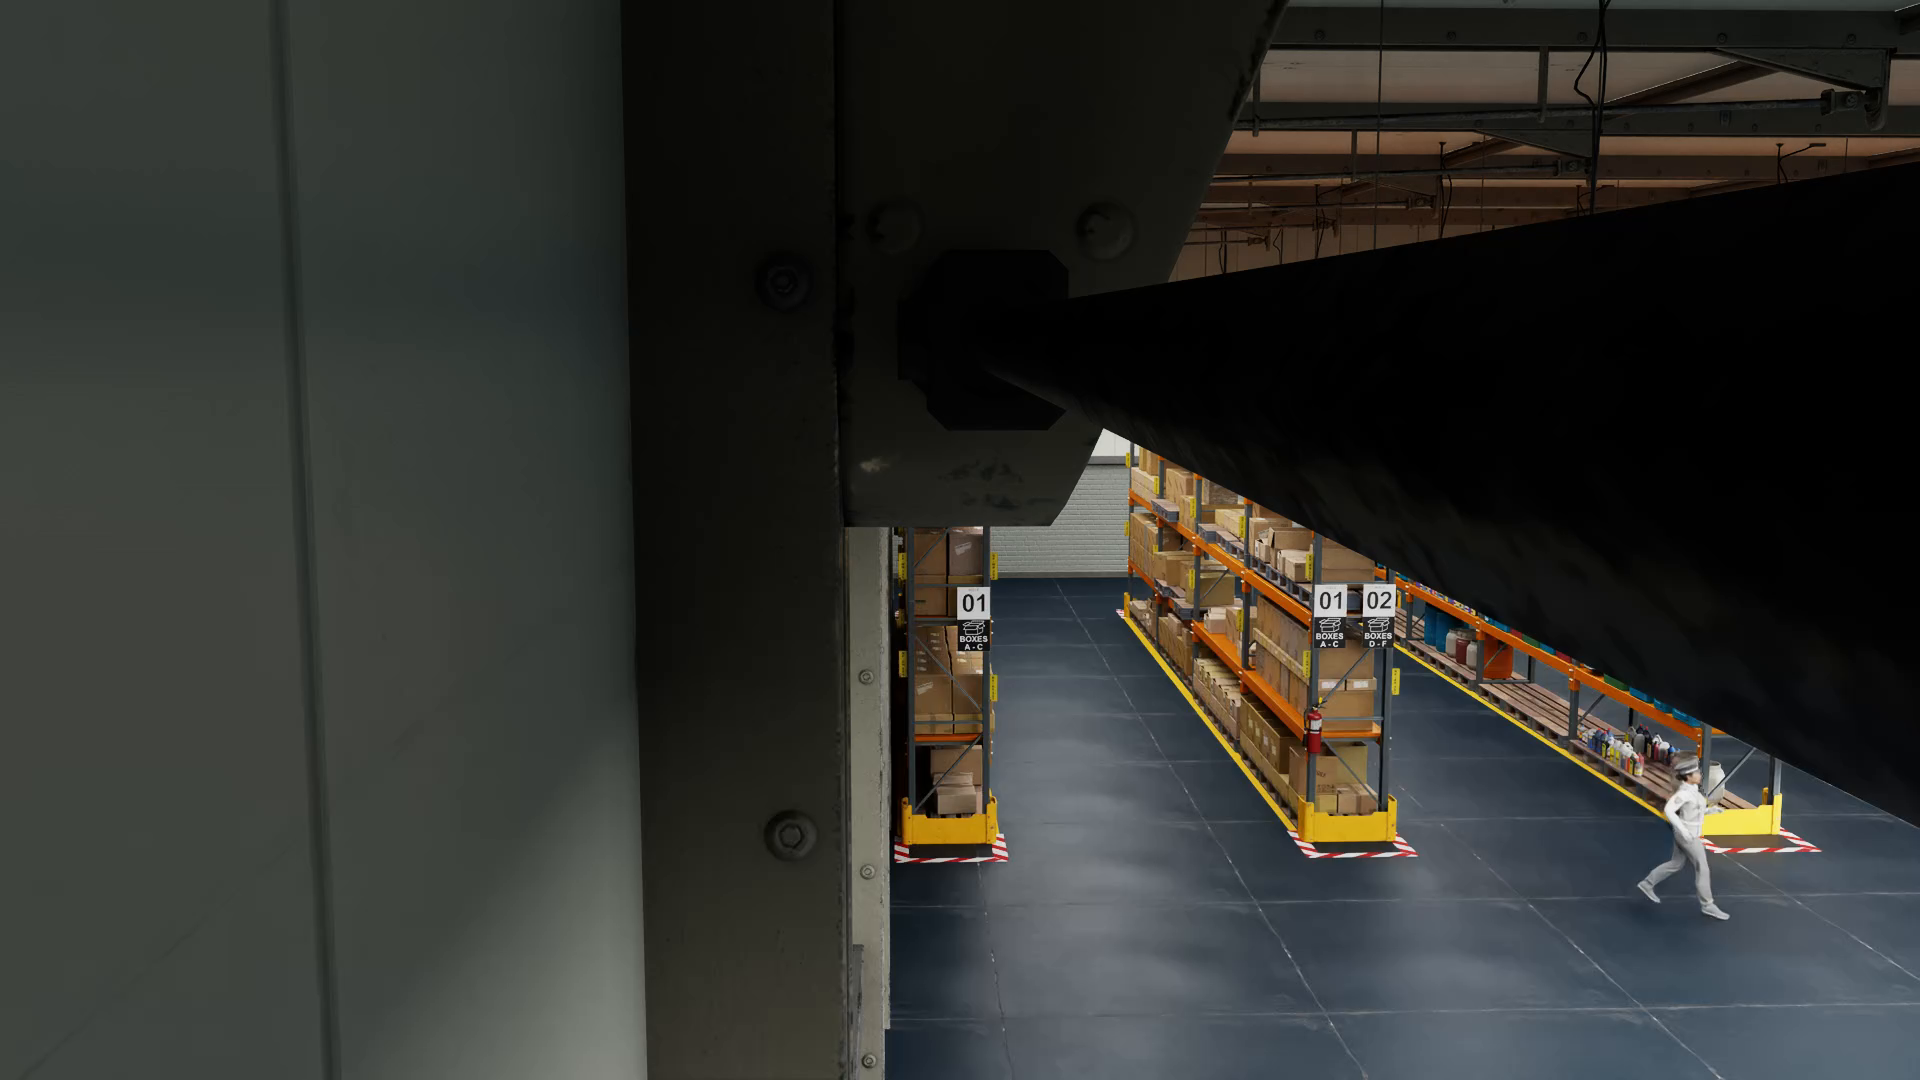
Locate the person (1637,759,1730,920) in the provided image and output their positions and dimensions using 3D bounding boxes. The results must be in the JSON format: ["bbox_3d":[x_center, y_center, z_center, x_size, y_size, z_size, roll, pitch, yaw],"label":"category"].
[{"bbox_3d":[7.823,3.184,17.904,0.929,1.693,0.606,3,8,22],"label":"person"}]
